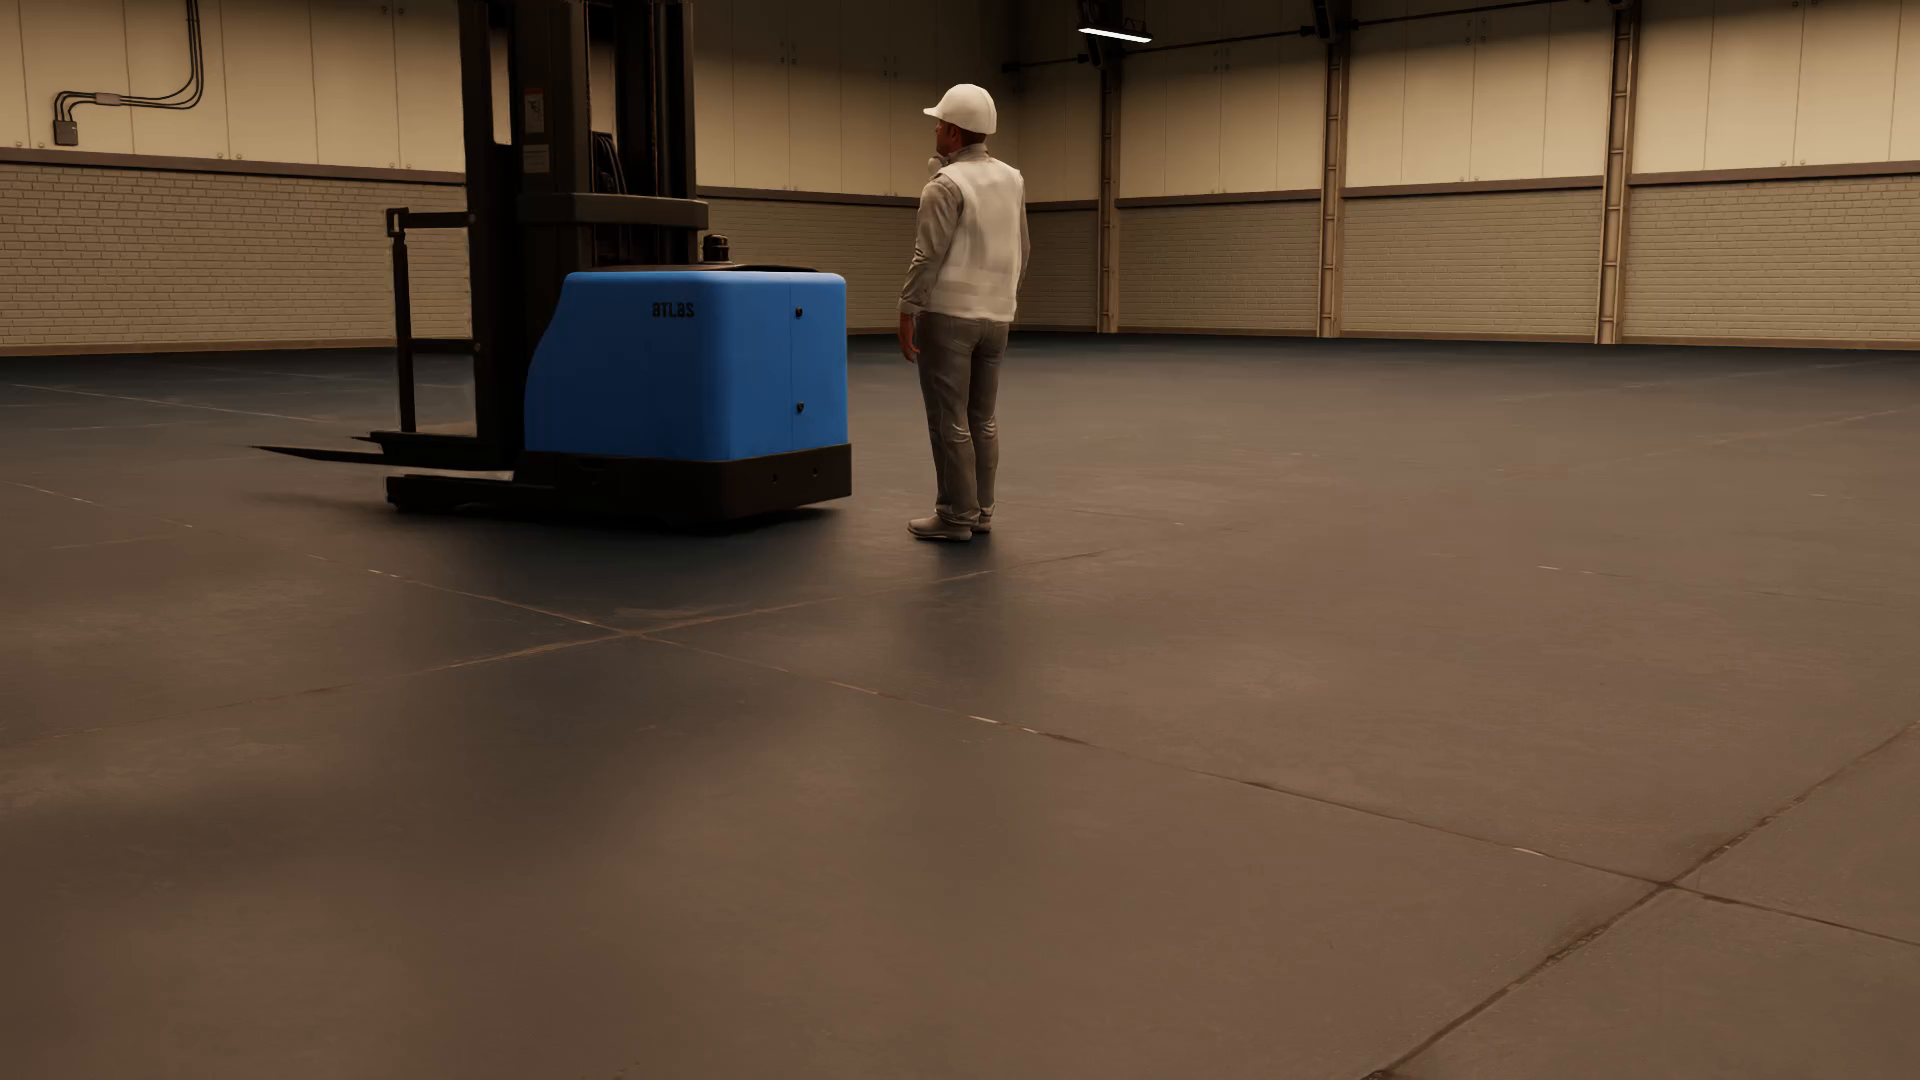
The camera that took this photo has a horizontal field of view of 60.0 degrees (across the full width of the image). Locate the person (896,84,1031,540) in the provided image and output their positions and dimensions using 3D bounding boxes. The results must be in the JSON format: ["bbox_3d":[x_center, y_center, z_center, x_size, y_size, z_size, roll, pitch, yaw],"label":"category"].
[{"bbox_3d":[-0.039,-0.892,6.632,0.568,1.773,0.632,8,12,43],"label":"person"}]

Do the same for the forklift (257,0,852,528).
[{"bbox_3d":[-2.036,-1.630,7.700,3.031,2.935,1.130,5,10,29],"label":"forklift"}]
